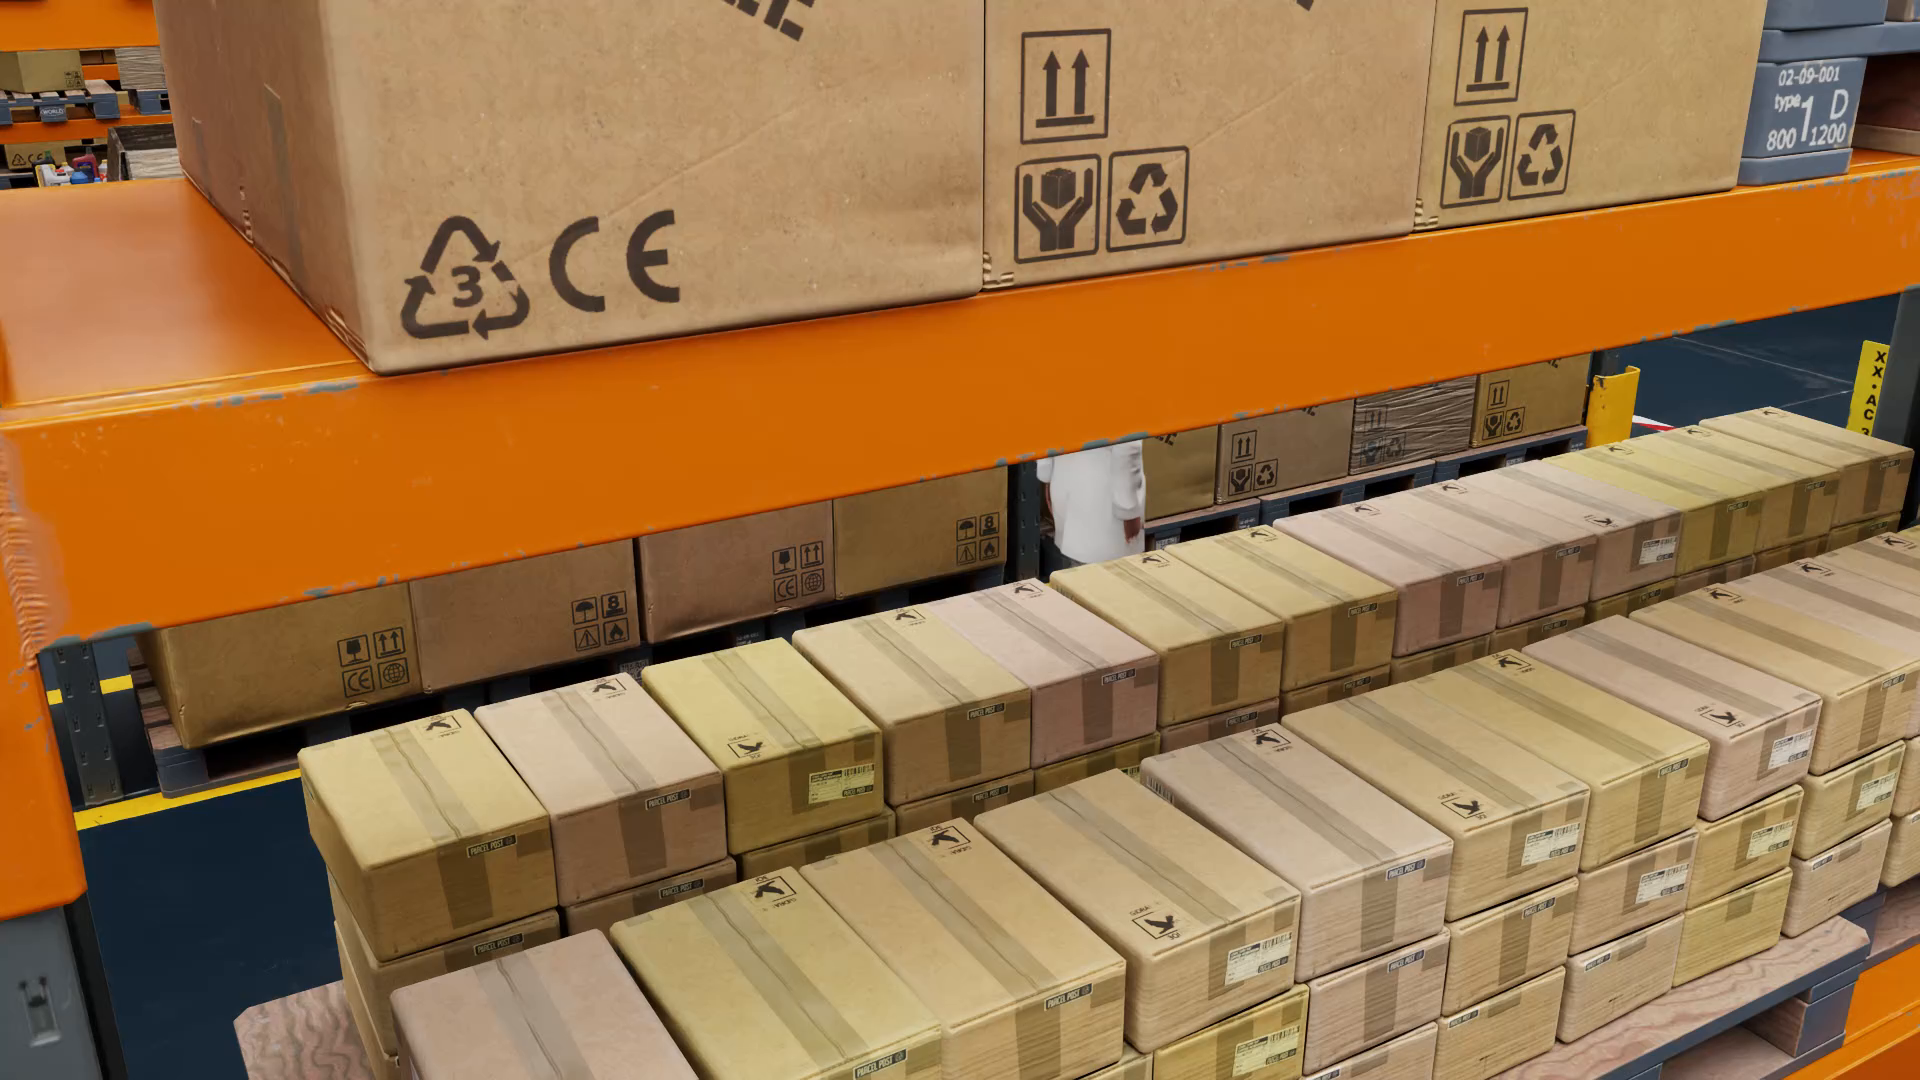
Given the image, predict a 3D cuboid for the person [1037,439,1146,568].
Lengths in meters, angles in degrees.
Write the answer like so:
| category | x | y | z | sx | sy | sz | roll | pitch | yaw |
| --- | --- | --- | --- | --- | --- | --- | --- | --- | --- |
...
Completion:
| category | x | y | z | sx | sy | sz | roll | pitch | yaw |
| --- | --- | --- | --- | --- | --- | --- | --- | --- | --- |
| person | 0.582 | -0.186 | 6.581 | 0.576 | 1.781 | 0.596 | -15 | 26 | -33 |
